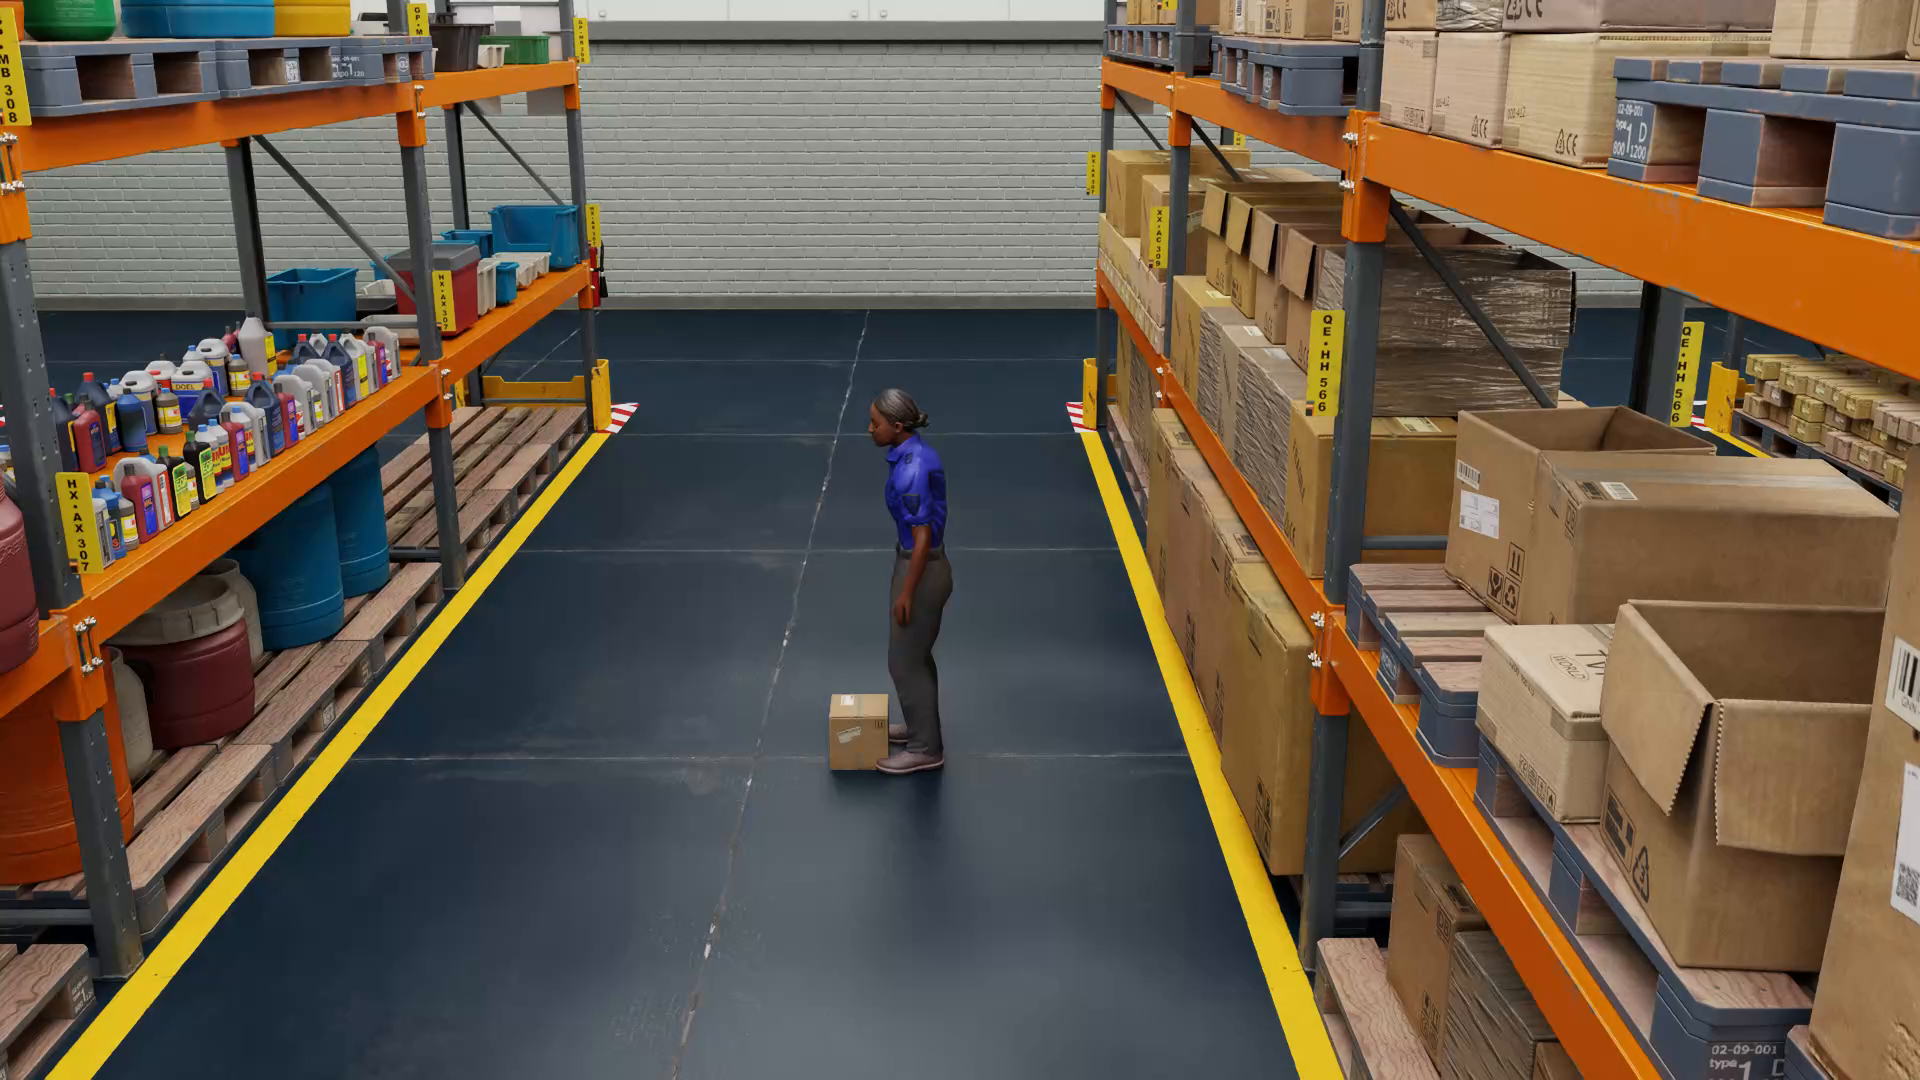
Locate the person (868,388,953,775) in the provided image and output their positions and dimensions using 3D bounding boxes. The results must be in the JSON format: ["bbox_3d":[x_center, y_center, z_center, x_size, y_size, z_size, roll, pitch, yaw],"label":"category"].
[{"bbox_3d":[-0.205,0.162,7.032,0.348,1.655,0.527,-1,17,-2],"label":"person"}]
